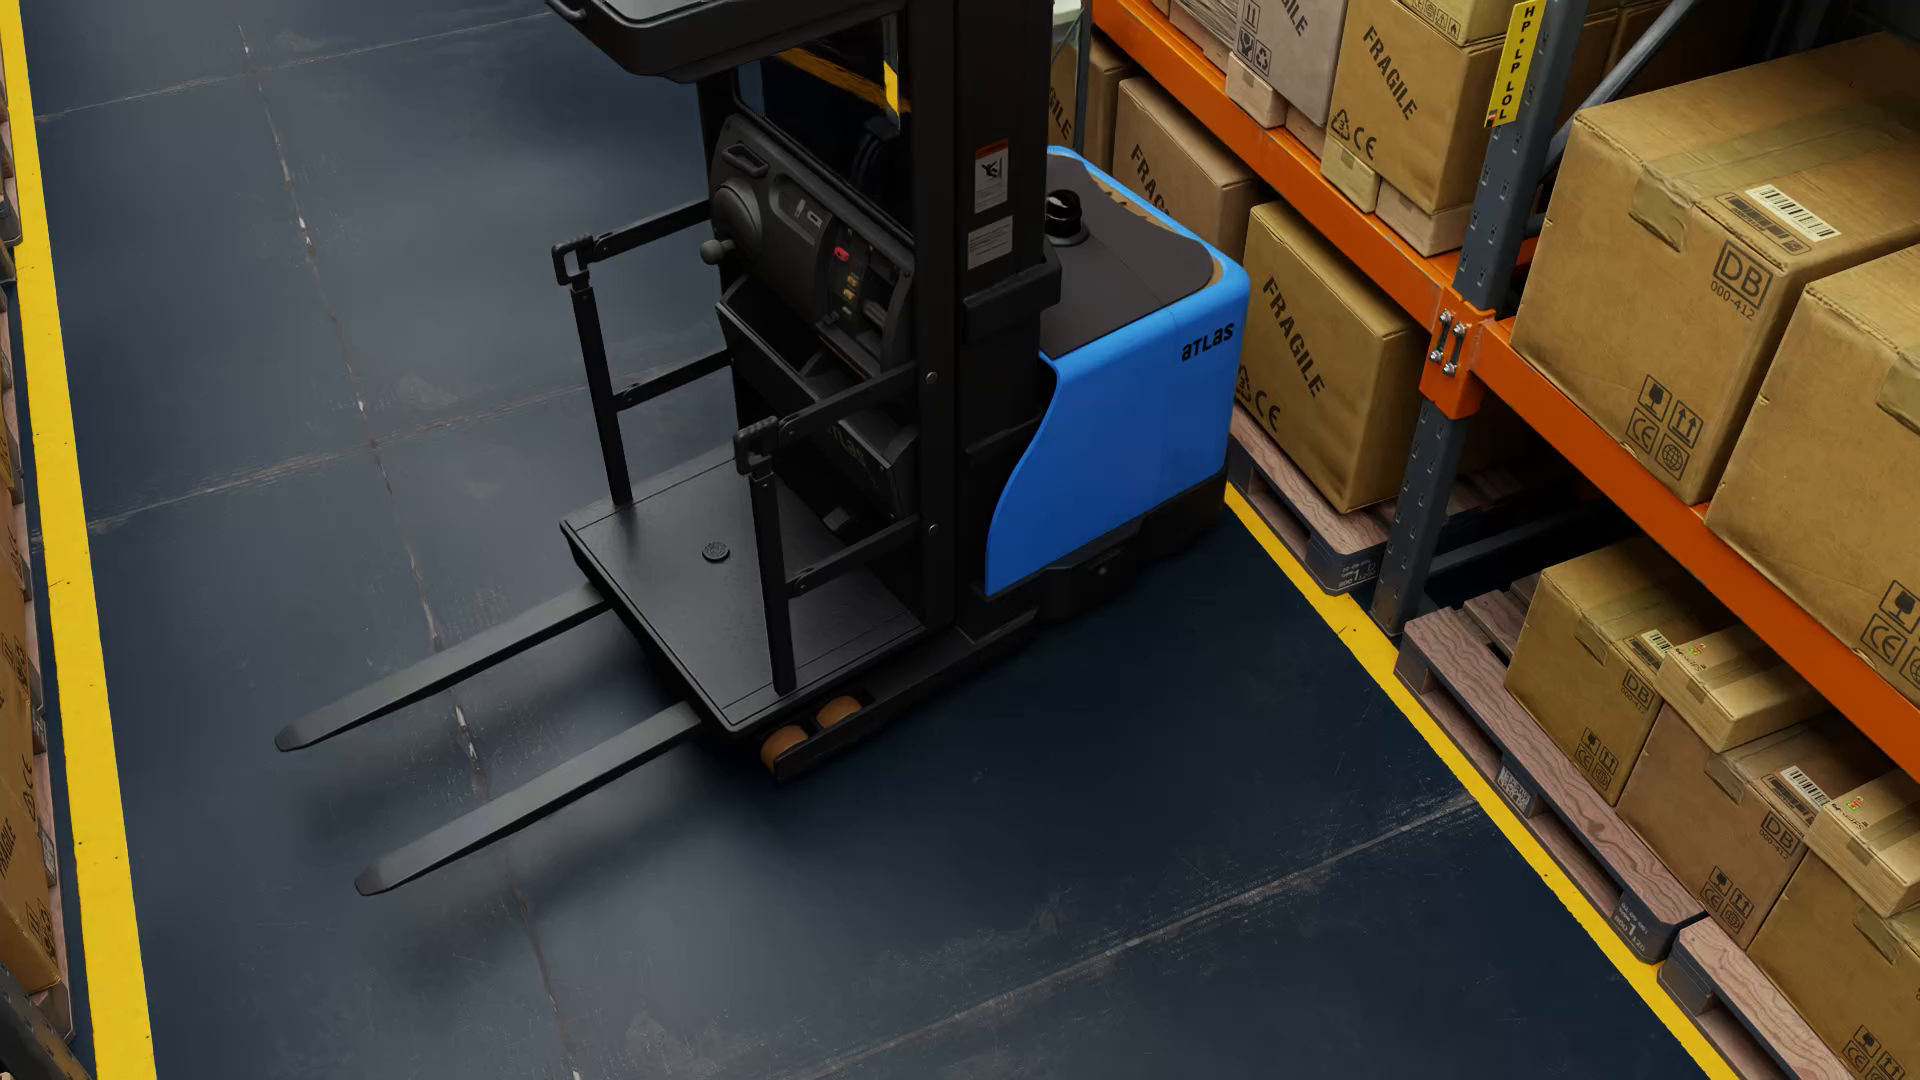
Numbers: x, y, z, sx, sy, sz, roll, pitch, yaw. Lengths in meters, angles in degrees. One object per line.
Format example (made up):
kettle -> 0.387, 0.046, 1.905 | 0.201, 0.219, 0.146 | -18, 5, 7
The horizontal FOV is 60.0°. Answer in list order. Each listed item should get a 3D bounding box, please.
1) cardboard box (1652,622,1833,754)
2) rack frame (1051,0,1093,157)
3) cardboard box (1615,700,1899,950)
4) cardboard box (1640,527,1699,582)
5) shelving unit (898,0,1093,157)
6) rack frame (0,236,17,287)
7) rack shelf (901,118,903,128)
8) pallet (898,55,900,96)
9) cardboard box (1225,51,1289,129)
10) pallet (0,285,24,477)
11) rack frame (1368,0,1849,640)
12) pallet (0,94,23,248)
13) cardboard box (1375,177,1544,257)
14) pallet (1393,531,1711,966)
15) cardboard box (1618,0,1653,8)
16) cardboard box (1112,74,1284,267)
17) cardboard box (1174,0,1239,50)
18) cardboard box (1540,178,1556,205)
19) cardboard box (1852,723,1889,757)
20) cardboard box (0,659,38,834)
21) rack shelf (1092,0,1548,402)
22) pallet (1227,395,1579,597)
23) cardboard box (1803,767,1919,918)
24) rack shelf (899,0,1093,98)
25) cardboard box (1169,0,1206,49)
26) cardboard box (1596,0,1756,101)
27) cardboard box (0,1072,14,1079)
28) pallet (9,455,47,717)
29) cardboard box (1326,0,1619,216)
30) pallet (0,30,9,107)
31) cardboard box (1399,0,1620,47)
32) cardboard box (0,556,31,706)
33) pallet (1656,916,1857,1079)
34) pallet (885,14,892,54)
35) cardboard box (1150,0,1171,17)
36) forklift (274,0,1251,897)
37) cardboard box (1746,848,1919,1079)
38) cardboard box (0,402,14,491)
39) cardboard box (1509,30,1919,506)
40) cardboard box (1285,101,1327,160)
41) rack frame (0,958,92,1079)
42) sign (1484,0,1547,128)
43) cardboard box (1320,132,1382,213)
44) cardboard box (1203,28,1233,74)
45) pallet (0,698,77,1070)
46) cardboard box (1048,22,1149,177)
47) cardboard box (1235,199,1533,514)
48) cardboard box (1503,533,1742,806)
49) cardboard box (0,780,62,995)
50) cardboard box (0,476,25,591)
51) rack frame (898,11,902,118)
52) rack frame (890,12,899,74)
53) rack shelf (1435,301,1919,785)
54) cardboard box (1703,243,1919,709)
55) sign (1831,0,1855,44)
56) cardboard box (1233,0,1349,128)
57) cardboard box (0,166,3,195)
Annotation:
cardboard box -> 2.029, 0.358, 4.270 | 0.380, 0.149, 0.250 | -17, 47, -16
rack frame -> 0.269, -1.378, 6.060 | 0.400, 1.500, 0.023 | -18, 47, -19
cardboard box -> 2.258, 0.638, 4.448 | 0.700, 0.500, 0.500 | -18, 48, -18
cardboard box -> 2.169, -0.065, 4.699 | 0.380, 0.149, 0.250 | -18, 47, -18
shelving unit -> 0.110, -1.606, 6.298 | 0.431, 1.500, 0.755 | -18, 47, -19
rack frame -> -4.346, -2.014, 5.655 | 1.000, 3.000, 0.127 | -18, 47, -17
rack shelf -> 0.107, -1.370, 6.523 | 0.431, 0.370, 0.720 | -18, 47, -19
pallet -> 0.410, -1.962, 7.588 | 1.003, 0.211, 1.213 | -18, 47, -17
cardboard box -> 1.070, -1.463, 5.261 | 0.380, 0.149, 0.250 | -18, 47, -17
pallet -> -4.066, -0.534, 6.141 | 1.003, 0.211, 1.213 | -18, 47, -17
rack frame -> 1.829, -0.930, 4.557 | 1.000, 3.000, 0.127 | -18, 47, -17
pallet -> -4.657, -1.557, 7.178 | 1.003, 0.211, 1.213 | -18, 47, -17
cardboard box -> 1.430, -0.979, 4.772 | 0.380, 0.149, 0.250 | -18, 47, -17
pallet -> 2.078, 0.570, 5.022 | 1.003, 0.211, 1.213 | -18, 47, -17
cardboard box -> 1.872, -1.715, 4.522 | 0.500, 0.250, 0.500 | -17, 47, -16
cardboard box -> 1.061, -1.256, 6.118 | 0.750, 0.750, 0.750 | -17, 47, -16
cardboard box -> 0.979, -1.943, 5.286 | 0.500, 0.500, 0.500 | -18, 47, -17
cardboard box -> 1.868, -1.120, 4.914 | 0.380, 0.149, 0.250 | -19, 48, -19
cardboard box -> 2.504, 0.438, 4.189 | 0.380, 0.149, 0.250 | -19, 48, -19
cardboard box -> -2.881, 0.552, 4.522 | 0.500, 0.500, 0.500 | -17, 47, -17
rack shelf -> 0.988, -1.948, 6.101 | 1.077, 0.370, 4.000 | -18, 47, -17
pallet -> 1.436, -0.407, 6.012 | 1.003, 0.211, 1.213 | -18, 47, -17
cardboard box -> 2.248, 0.691, 3.933 | 0.380, 0.149, 0.250 | -19, 48, -19
rack shelf -> 0.112, -1.889, 6.029 | 0.431, 0.370, 0.720 | -18, 47, -19
cardboard box -> 0.935, -1.802, 5.605 | 0.380, 0.149, 0.250 | -19, 48, -18
cardboard box -> 1.864, -1.446, 4.783 | 0.500, 0.500, 0.500 | -20, 48, -19
cardboard box -> -2.167, 1.548, 3.512 | 0.500, 0.500, 0.500 | -18, 47, -17
pallet -> -3.557, 0.242, 5.354 | 1.003, 0.211, 1.213 | -18, 47, -17
cardboard box -> 1.406, -1.298, 4.633 | 0.500, 0.500, 0.500 | -19, 48, -18
pallet -> -5.166, -2.334, 7.965 | 1.003, 0.211, 1.213 | -18, 47, -17
cardboard box -> 1.400, -1.568, 4.372 | 0.500, 0.250, 0.500 | -17, 47, -16
cardboard box -> -3.084, 0.231, 4.847 | 0.500, 0.500, 0.500 | -17, 47, -17
pallet -> 2.594, 1.349, 4.233 | 1.003, 0.211, 1.213 | -18, 47, -17
pallet -> -0.180, -2.985, 8.625 | 1.003, 0.211, 1.213 | -18, 47, -17
cardboard box -> 0.834, -1.975, 5.780 | 0.380, 0.149, 0.250 | -17, 47, -16
forklift -> -0.583, -0.746, 4.420 | 3.031, 2.935, 1.130 | -27, 51, -25
cardboard box -> 2.472, 0.966, 4.116 | 0.700, 0.500, 0.500 | -17, 47, -16
cardboard box -> -3.522, -0.424, 5.510 | 0.500, 0.500, 0.500 | -20, 48, -19
cardboard box -> 2.042, -0.686, 4.096 | 0.980, 0.700, 0.700 | -17, 47, -17
cardboard box -> 1.234, -1.312, 5.108 | 0.380, 0.149, 0.250 | -17, 47, -16
rack frame -> -2.661, 0.534, 3.073 | 0.949, 2.616, 0.053 | -18, 47, -17
sign -> 1.341, -1.147, 4.009 | 0.100, 0.325, 0.005 | -18, 47, -17
cardboard box -> 1.302, -1.133, 4.927 | 0.380, 0.149, 0.250 | -17, 47, -17
cardboard box -> 1.027, -1.638, 5.439 | 0.380, 0.149, 0.250 | -18, 47, -17
pallet -> -3.040, 1.021, 4.565 | 1.003, 0.211, 1.213 | -18, 47, -17
cardboard box -> 0.700, -1.796, 6.666 | 0.750, 0.750, 0.750 | -18, 47, -18
cardboard box -> 1.438, -0.690, 5.545 | 0.750, 0.750, 0.750 | -18, 47, -17
cardboard box -> 2.050, 0.317, 4.774 | 0.700, 0.500, 0.500 | -17, 47, -17
cardboard box -> -2.646, 0.888, 4.180 | 0.500, 0.500, 0.500 | -20, 48, -19
cardboard box -> -3.296, -0.091, 5.173 | 0.500, 0.500, 0.500 | -20, 48, -19
rack frame -> -0.050, -1.834, 6.536 | 0.400, 1.500, 0.023 | -18, 47, -19
rack frame -> 0.147, -3.479, 7.140 | 1.000, 3.000, 0.127 | -18, 47, -17
rack shelf -> 2.670, 0.601, 3.518 | 1.077, 0.370, 4.000 | -18, 47, -17
cardboard box -> 2.344, -0.219, 3.623 | 0.980, 0.700, 0.700 | -19, 48, -18
sign -> 2.332, -1.431, 4.392 | 0.100, 0.325, 0.005 | -18, 47, -17
cardboard box -> 1.183, -1.620, 4.959 | 0.500, 0.500, 0.500 | -18, 47, -17
cardboard box -> -4.300, -1.605, 6.899 | 0.500, 0.250, 0.500 | -18, 47, -18
